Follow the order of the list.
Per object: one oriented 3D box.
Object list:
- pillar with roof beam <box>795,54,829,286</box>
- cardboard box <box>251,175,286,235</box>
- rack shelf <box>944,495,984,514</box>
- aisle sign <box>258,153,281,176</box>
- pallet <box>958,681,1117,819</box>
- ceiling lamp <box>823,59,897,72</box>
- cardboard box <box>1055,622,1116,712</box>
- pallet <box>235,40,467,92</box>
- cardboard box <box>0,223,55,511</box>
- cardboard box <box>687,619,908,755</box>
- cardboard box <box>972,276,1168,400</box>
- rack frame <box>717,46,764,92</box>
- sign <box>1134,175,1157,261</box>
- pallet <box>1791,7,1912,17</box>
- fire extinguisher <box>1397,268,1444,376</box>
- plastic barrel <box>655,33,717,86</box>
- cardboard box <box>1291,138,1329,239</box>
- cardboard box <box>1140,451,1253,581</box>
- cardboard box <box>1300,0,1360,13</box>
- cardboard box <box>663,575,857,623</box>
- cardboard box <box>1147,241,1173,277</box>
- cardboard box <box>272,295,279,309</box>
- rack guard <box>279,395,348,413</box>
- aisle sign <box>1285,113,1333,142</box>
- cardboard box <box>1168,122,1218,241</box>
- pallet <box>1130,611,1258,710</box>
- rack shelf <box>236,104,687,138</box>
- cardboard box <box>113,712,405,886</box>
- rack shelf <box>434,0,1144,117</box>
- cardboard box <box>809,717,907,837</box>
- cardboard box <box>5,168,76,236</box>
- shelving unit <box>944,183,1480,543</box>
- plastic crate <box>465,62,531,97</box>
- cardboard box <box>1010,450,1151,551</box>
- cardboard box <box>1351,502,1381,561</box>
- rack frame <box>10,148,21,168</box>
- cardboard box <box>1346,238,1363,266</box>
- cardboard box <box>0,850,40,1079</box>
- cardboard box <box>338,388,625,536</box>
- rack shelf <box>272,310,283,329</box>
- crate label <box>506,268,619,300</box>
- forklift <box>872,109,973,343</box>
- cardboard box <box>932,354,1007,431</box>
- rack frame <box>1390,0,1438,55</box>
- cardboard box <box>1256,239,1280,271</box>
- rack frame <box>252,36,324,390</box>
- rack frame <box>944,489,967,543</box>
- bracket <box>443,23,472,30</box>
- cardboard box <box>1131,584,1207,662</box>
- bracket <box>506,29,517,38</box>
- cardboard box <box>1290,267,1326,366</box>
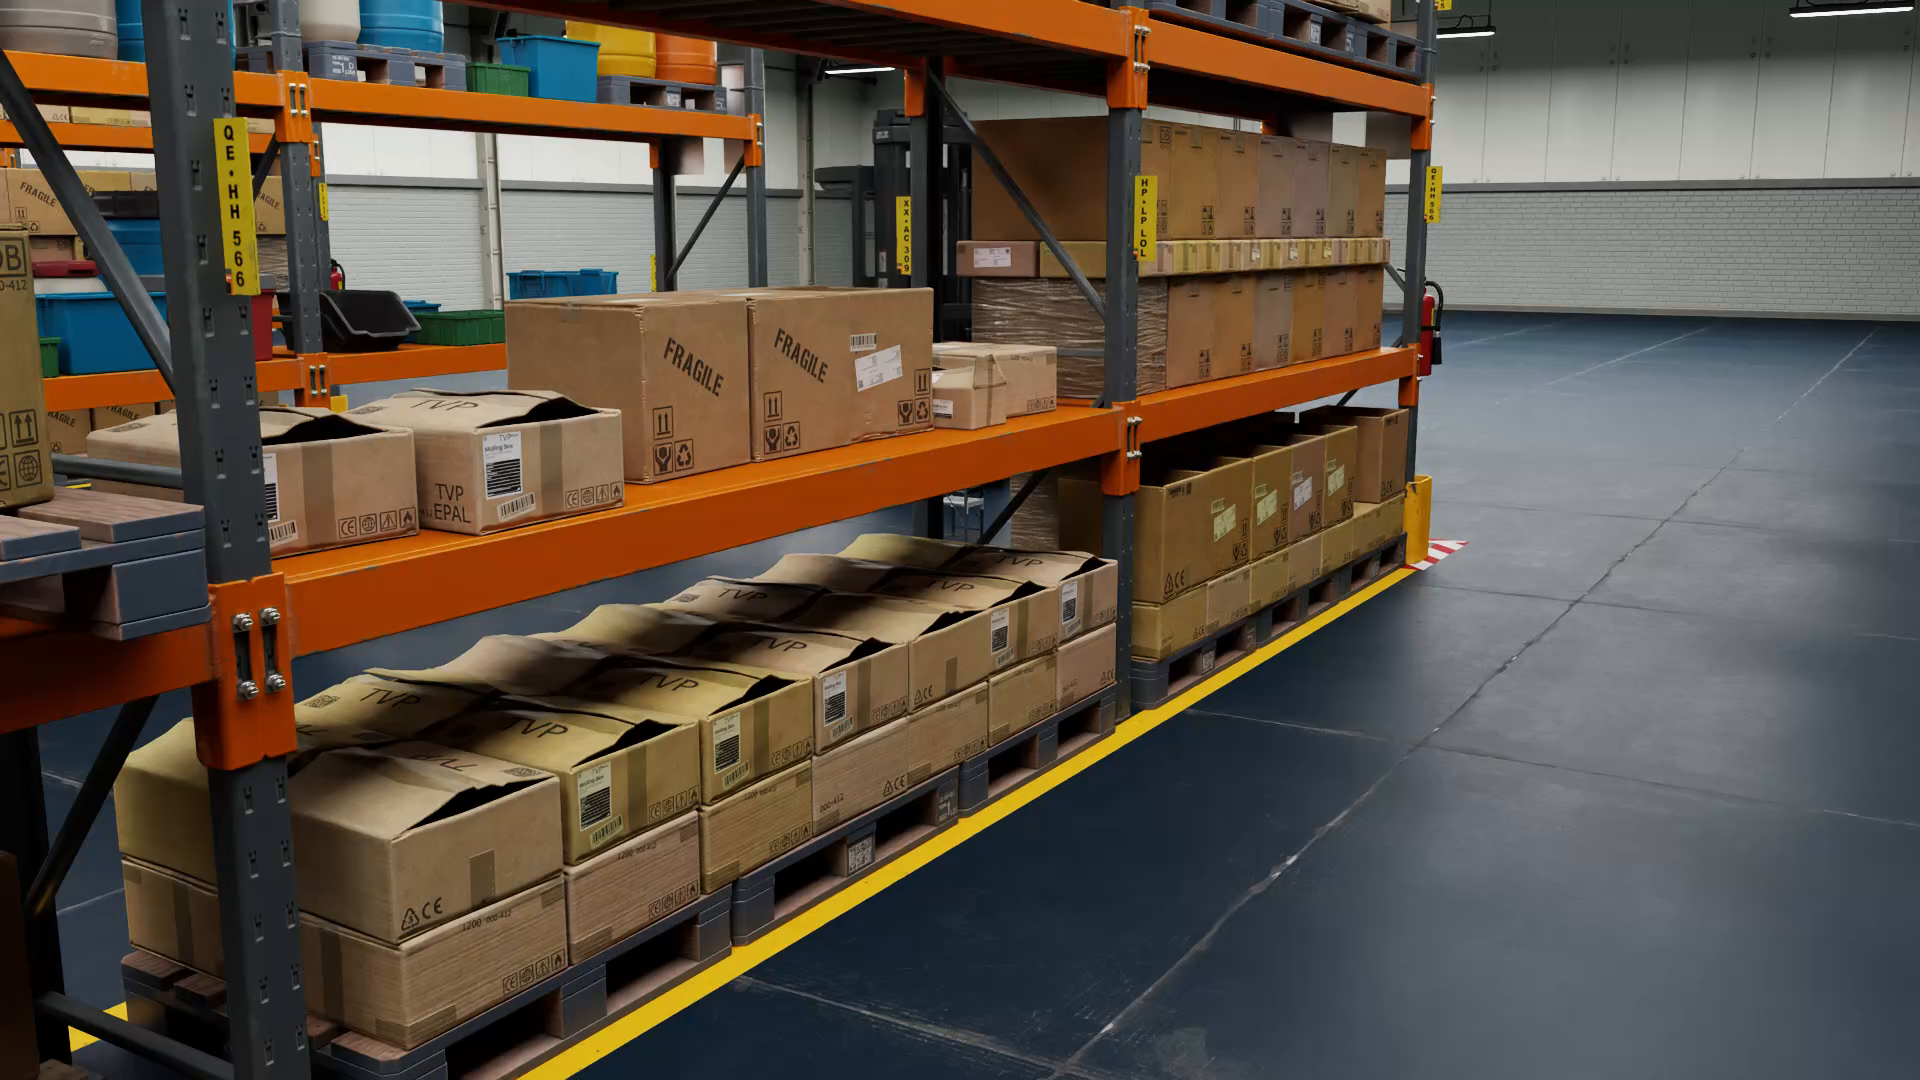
[{"bbox_3d":[-0.729,-11.002,45.180,9.100,9.000,0.548,6,12,31],"label":"pillar with roof beam"},{"bbox_3d":[-6.212,-2.926,14.548,0.500,0.500,0.500,6,12,31],"label":"cardboard box"},{"bbox_3d":[-0.004,-0.231,10.818,0.258,0.077,0.200,6,12,31],"label":"rack shelf"},{"bbox_3d":[-6.362,-3.665,15.231,0.394,0.787,0.004,6,12,31],"label":"aisle sign"},{"bbox_3d":[-0.099,0.717,6.464,1.003,0.211,1.213,6,12,31],"label":"pallet"},{"bbox_3d":[-2.355,-13.241,41.166,2.000,3.144,0.800,6,12,31],"label":"ceiling lamp"},{"bbox_3d":[0.283,0.465,6.564,0.500,0.250,0.500,6,12,30],"label":"cardboard box"},{"bbox_3d":[-3.690,-2.751,9.774,1.213,0.211,1.003,6,12,31],"label":"pallet"},{"bbox_3d":[-2.057,-0.290,2.851,0.700,0.500,0.500,2,11,12],"label":"cardboard box"},{"bbox_3d":[-0.505,0.427,5.244,0.500,0.311,0.500,6,12,30],"label":"cardboard box"},{"bbox_3d":[0.475,-0.893,7.213,0.700,0.500,0.500,6,12,29],"label":"cardboard box"},{"bbox_3d":[-1.905,-4.825,12.185,1.000,3.000,0.127,6,12,31],"label":"rack frame"},{"bbox_3d":[0.719,-1.253,6.478,0.100,0.325,0.005,6,12,31],"label":"sign"},{"bbox_3d":[-0.691,-6.587,22.501,22.355,3.067,31.458,6,12,31],"label":"pallet"},{"bbox_3d":[2.785,-1.338,10.076,0.296,0.674,0.183,6,12,31],"label":"fire extinguisher"},{"bbox_3d":[-2.048,-3.679,11.910,0.600,0.830,0.708,6,12,31],"label":"plastic barrel"},{"bbox_3d":[1.517,-1.846,8.779,0.700,0.500,0.500,6,12,31],"label":"cardboard box"},{"bbox_3d":[1.011,-0.119,7.645,0.500,0.500,0.500,6,12,31],"label":"cardboard box"},{"bbox_3d":[1.666,-2.814,8.318,0.500,0.311,0.500,8,13,37],"label":"cardboard box"},{"bbox_3d":[-1.761,0.006,8.142,4.512,0.551,3.341,6,12,29],"label":"cardboard box"},{"bbox_3d":[0.685,-1.204,7.115,0.380,0.149,0.250,7,12,32],"label":"cardboard box"},{"bbox_3d":[-6.240,-2.122,14.733,0.380,0.149,0.250,6,12,31],"label":"cardboard box"},{"bbox_3d":[-6.177,-1.108,15.431,1.175,0.500,0.348,6,12,31],"label":"rack guard"},{"bbox_3d":[2.099,-2.719,10.179,0.394,0.787,0.004,6,12,31],"label":"aisle sign"},{"bbox_3d":[0.736,-1.610,7.519,0.700,0.500,0.500,6,12,31],"label":"cardboard box"},{"bbox_3d":[0.699,0.477,7.749,1.003,0.211,1.213,6,12,31],"label":"pallet"},{"bbox_3d":[-2.943,-2.778,10.829,0.919,0.124,3.809,6,12,31],"label":"rack shelf"},{"bbox_3d":[-1.765,0.620,4.214,0.500,0.311,0.500,7,13,32],"label":"cardboard box"},{"bbox_3d":[-0.788,-1.579,4.956,1.077,0.370,4.000,6,12,31],"label":"rack shelf"},{"bbox_3d":[-0.512,0.705,5.283,0.500,0.250,0.500,7,13,32],"label":"cardboard box"},{"bbox_3d":[-7.245,-2.611,12.865,0.500,0.500,0.500,6,12,31],"label":"cardboard box"},{"bbox_3d":[3.863,-4.651,27.289,11.303,3.100,33.289,6,12,31],"label":"shelving unit"},{"bbox_3d":[-2.929,-2.839,10.307,0.336,0.188,0.450,6,12,31],"label":"plastic crate"},{"bbox_3d":[0.574,-0.168,7.907,0.500,0.500,0.500,6,12,31],"label":"cardboard box"},{"bbox_3d":[2.052,-0.065,9.393,0.500,0.250,0.500,6,12,31],"label":"cardboard box"},{"bbox_3d":[-10.324,-2.839,17.881,1.000,3.000,0.127,6,12,31],"label":"rack frame"},{"bbox_3d":[2.024,-1.610,9.284,0.380,0.149,0.250,6,12,30],"label":"cardboard box"},{"bbox_3d":[-2.307,0.913,3.439,0.500,0.500,0.500,7,13,33],"label":"cardboard box"},{"bbox_3d":[-1.197,-0.222,4.146,0.500,0.311,0.500,6,12,30],"label":"cardboard box"},{"bbox_3d":[-7.176,-1.681,13.651,1.077,0.370,4.000,6,12,31],"label":"rack shelf"},{"bbox_3d":[-2.629,-1.578,11.050,0.502,0.435,0.616,6,12,31],"label":"crate label"},{"bbox_3d":[-0.536,-2.087,14.052,1.130,2.935,3.031,-7,13,-33],"label":"forklift"},{"bbox_3d":[-0.049,-0.551,6.026,0.396,0.266,0.258,6,12,29],"label":"cardboard box"},{"bbox_3d":[2.327,-4.351,9.654,1.000,3.000,0.127,6,12,31],"label":"rack frame"},{"bbox_3d":[1.356,-1.409,8.207,0.380,0.149,0.250,6,12,30],"label":"cardboard box"},{"bbox_3d":[-3.981,-1.247,9.377,1.000,3.000,0.127,6,12,31],"label":"rack frame"},{"bbox_3d":[-0.057,-0.425,10.694,0.240,0.900,0.006,6,12,31],"label":"rack frame"},{"bbox_3d":[-11.888,-10.791,34.271,0.076,0.066,4.783,6,12,31],"label":"bracket"},{"bbox_3d":[0.750,0.328,7.295,0.500,0.250,0.500,6,12,31],"label":"cardboard box"},{"bbox_3d":[-10.119,-11.326,37.132,0.235,0.232,0.430,6,12,31],"label":"bracket"},{"bbox_3d":[1.542,-1.218,8.954,0.700,0.500,0.500,6,12,31],"label":"cardboard box"}]
